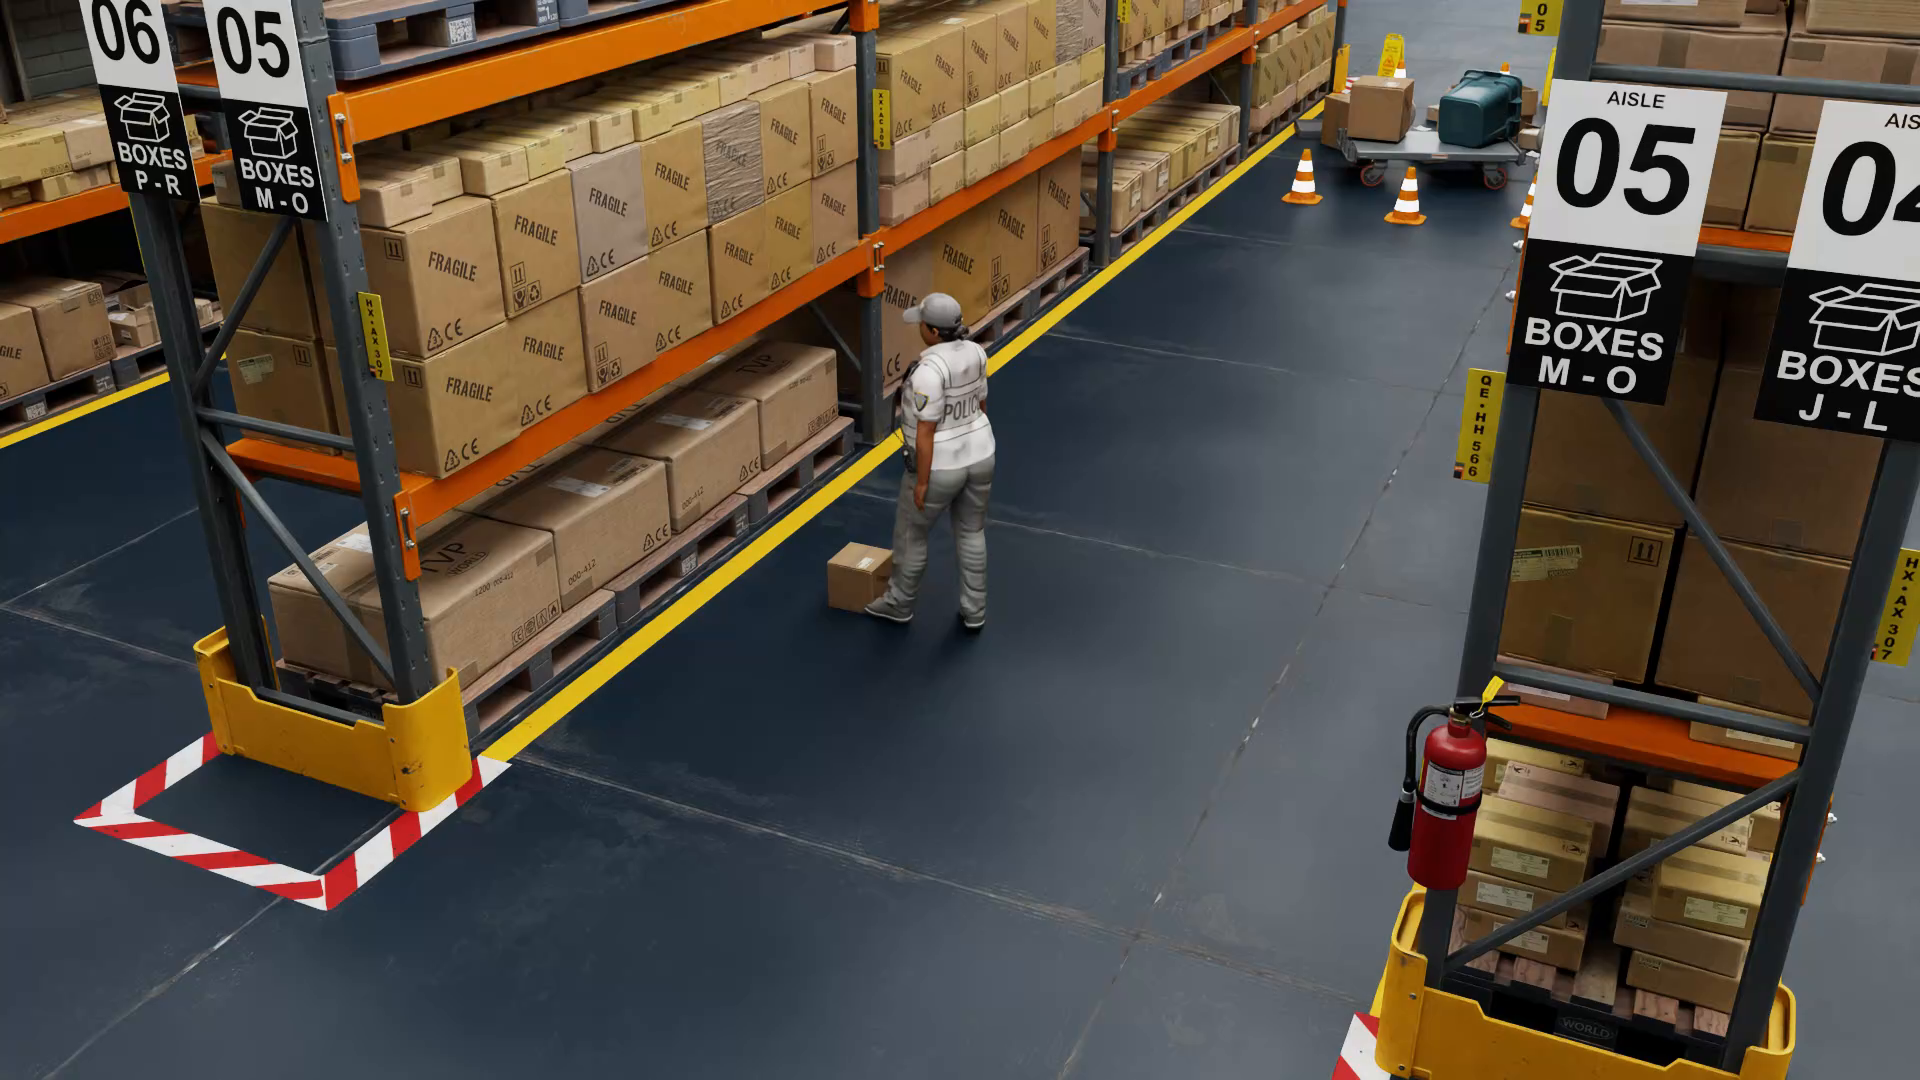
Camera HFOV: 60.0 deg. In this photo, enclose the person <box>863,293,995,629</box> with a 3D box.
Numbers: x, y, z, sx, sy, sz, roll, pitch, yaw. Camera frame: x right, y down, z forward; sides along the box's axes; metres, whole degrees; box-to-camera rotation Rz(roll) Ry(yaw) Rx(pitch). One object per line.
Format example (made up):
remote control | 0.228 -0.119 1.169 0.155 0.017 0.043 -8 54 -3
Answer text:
person | -0.123 -0.383 7.872 0.537 1.654 0.586 -22 34 -38
